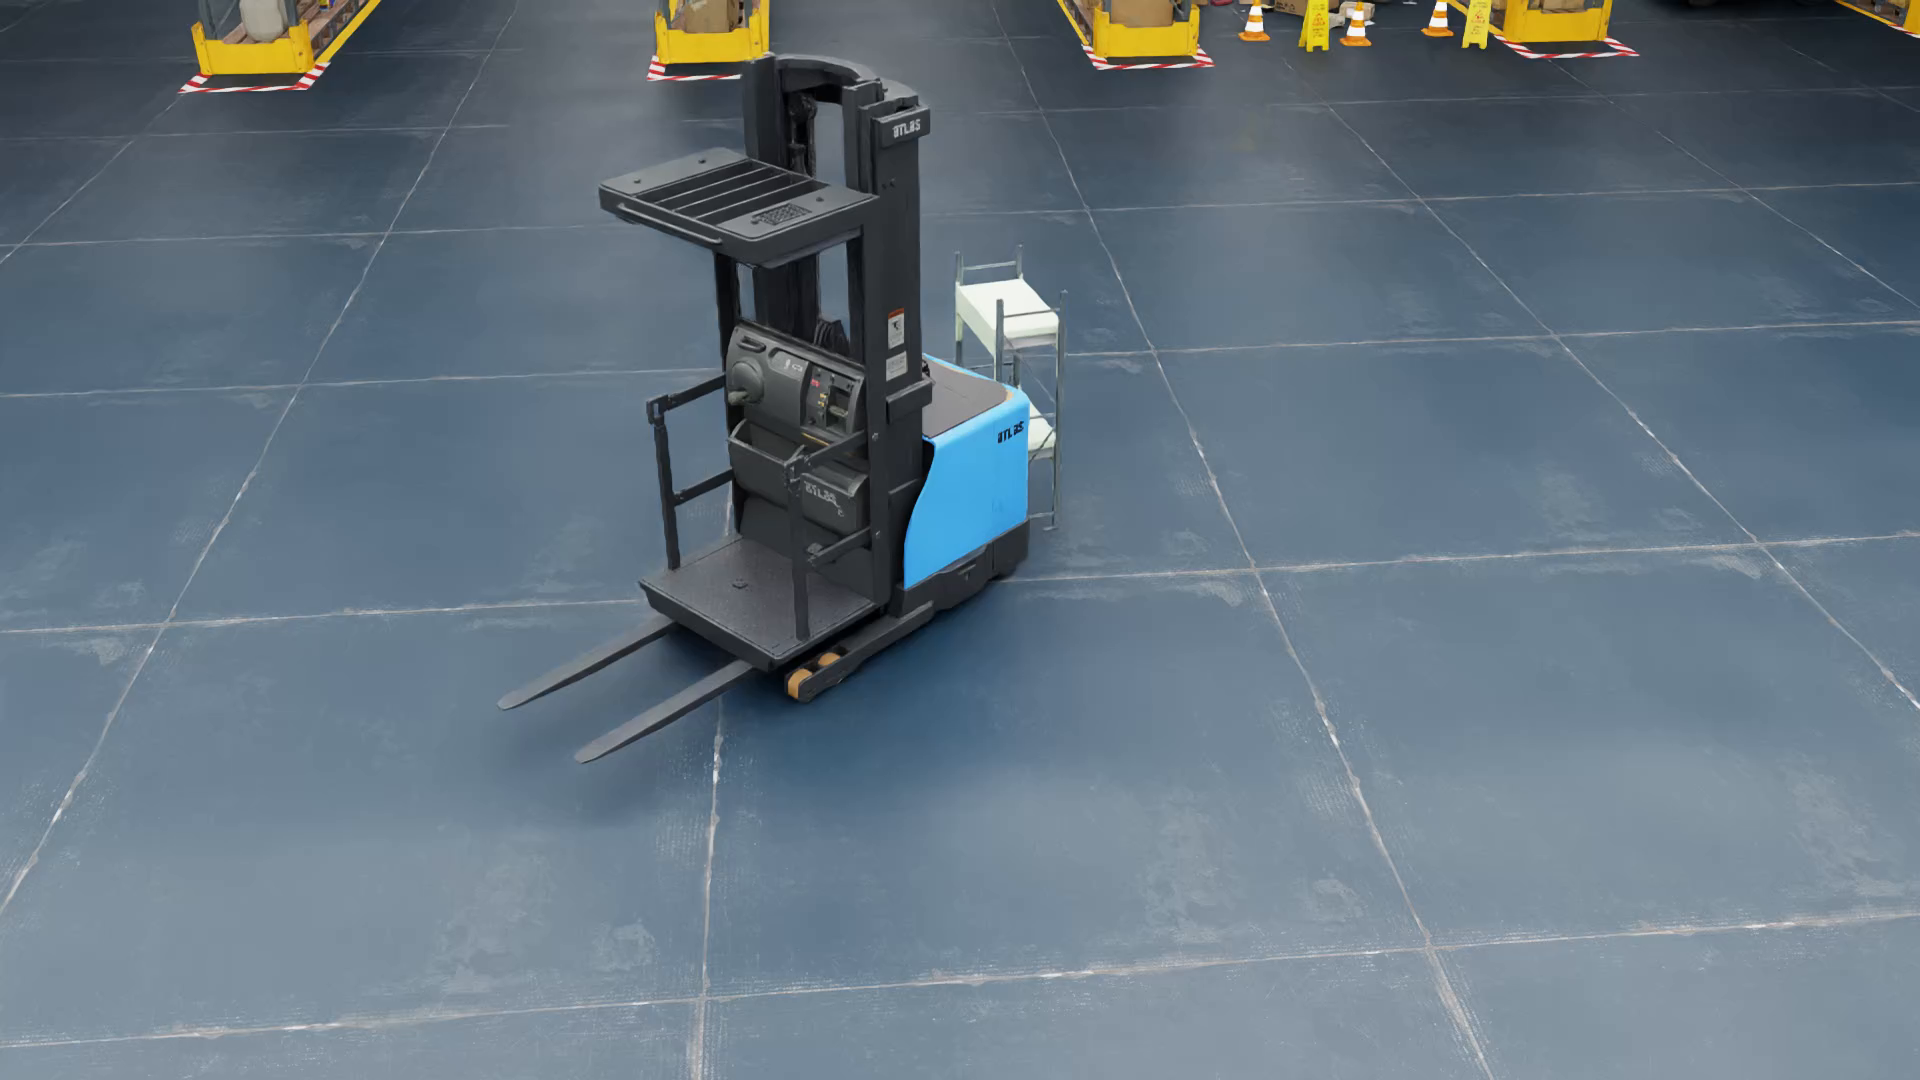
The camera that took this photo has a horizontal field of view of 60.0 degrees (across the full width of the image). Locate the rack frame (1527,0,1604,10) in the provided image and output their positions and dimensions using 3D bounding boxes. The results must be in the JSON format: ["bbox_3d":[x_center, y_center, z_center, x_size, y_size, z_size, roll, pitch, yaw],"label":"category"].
[{"bbox_3d":[7.043,-7.202,18.882,1.000,3.000,0.127,-3,31,-5],"label":"rack frame"}]

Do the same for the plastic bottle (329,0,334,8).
[{"bbox_3d":[-7.617,-6.569,20.043,0.061,0.283,0.133,-2,31,-4],"label":"plastic bottle"}]

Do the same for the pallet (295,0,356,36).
[{"bbox_3d":[-7.990,-6.365,20.201,1.003,0.211,1.213,-3,31,-5],"label":"pallet"}]

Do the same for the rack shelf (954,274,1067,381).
[{"bbox_3d":[0.280,-1.201,9.537,0.431,0.370,0.720,-9,32,-15],"label":"rack shelf"}]

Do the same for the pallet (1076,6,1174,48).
[{"bbox_3d":[1.972,-6.120,19.791,1.003,0.211,1.213,-3,31,-5],"label":"pallet"}]

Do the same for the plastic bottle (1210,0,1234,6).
[{"bbox_3d":[3.336,-6.843,21.146,0.283,0.061,0.133,-14,33,-22],"label":"plastic bottle"}]

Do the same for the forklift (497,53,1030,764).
[{"bbox_3d":[-0.968,-0.735,8.123,1.130,2.935,3.031,25,39,35],"label":"forklift"}]

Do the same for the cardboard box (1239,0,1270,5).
[{"bbox_3d":[3.745,-6.992,21.197,0.396,0.266,0.258,2,31,4],"label":"cardboard box"}]

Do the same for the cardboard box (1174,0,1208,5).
[{"bbox_3d":[2.917,-7.140,21.213,0.500,0.500,0.500,2,31,4],"label":"cardboard box"}]

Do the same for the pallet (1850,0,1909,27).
[{"bbox_3d":[11.872,-6.633,20.648,1.003,0.211,1.213,-3,31,-5],"label":"pallet"}]

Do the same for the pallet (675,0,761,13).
[{"bbox_3d":[-2.982,-6.606,20.604,1.003,0.211,1.213,-3,31,-5],"label":"pallet"}]

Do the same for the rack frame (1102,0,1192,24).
[{"bbox_3d":[2.124,-6.913,18.398,1.000,3.000,0.127,-3,31,-5],"label":"rack frame"}]

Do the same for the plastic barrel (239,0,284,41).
[{"bbox_3d":[-7.892,-5.934,18.776,0.421,0.512,0.421,0,31,0],"label":"plastic barrel"}]

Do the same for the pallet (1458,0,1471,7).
[{"bbox_3d":[6.885,-7.081,21.399,1.003,0.211,1.213,-3,31,-5],"label":"pallet"}]

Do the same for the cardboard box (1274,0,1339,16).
[{"bbox_3d":[4.359,-6.905,20.820,0.637,0.503,0.797,27,40,37],"label":"cardboard box"}]

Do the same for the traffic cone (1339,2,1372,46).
[{"bbox_3d":[4.645,-6.043,19.417,0.336,0.463,0.334,-3,31,-5],"label":"traffic cone"}]

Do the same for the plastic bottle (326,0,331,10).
[{"bbox_3d":[-7.624,-6.471,19.957,0.097,0.201,0.097,0,31,0],"label":"plastic bottle"}]

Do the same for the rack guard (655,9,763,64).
[{"bbox_3d":[-2.831,-5.692,18.793,1.175,0.500,0.348,-3,31,-5],"label":"rack guard"}]

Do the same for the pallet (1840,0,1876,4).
[{"bbox_3d":[11.761,-7.254,21.689,1.003,0.211,1.213,-3,31,-5],"label":"pallet"}]

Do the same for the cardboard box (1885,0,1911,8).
[{"bbox_3d":[11.626,-6.666,20.257,0.500,0.250,0.500,-3,31,-4],"label":"cardboard box"}]

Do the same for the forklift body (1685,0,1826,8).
[{"bbox_3d":[9.991,-7.958,20.975,2.313,2.155,1.214,-3,31,-5],"label":"forklift body"}]

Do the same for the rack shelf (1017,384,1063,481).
[{"bbox_3d":[0.280,-0.586,9.904,0.431,0.370,0.720,-9,32,-15],"label":"rack shelf"}]

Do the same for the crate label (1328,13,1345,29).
[{"bbox_3d":[4.510,-6.302,20.167,0.250,0.136,0.298,-20,36,-30],"label":"crate label"}]

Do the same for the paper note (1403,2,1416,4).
[{"bbox_3d":[5.735,-6.848,21.185,0.142,0.019,0.148,-14,33,-22],"label":"paper note"}]

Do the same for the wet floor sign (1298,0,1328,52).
[{"bbox_3d":[4.098,-5.982,19.136,0.267,0.644,0.232,-8,32,-13],"label":"wet floor sign"}]

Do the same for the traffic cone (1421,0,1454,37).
[{"bbox_3d":[5.719,-6.270,19.796,0.336,0.463,0.334,-3,31,-5],"label":"traffic cone"}]

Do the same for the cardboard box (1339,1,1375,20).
[{"bbox_3d":[4.910,-6.550,20.570,0.380,0.149,0.250,13,33,21],"label":"cardboard box"}]

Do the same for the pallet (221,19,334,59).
[{"bbox_3d":[-7.879,-5.744,19.161,1.003,0.211,1.213,-3,31,-5],"label":"pallet"}]

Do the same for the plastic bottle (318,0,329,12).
[{"bbox_3d":[-7.614,-6.448,19.851,0.097,0.271,0.097,0,31,0],"label":"plastic bottle"}]

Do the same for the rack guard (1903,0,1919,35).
[{"bbox_3d":[11.987,-6.356,19.903,1.175,0.500,0.348,-3,31,-5],"label":"rack guard"}]

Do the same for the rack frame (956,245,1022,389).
[{"bbox_3d":[0.169,-1.045,10.037,0.400,1.500,0.023,-9,32,-15],"label":"rack frame"}]

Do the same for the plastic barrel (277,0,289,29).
[{"bbox_3d":[-7.939,-6.190,19.205,0.421,0.512,0.421,0,31,0],"label":"plastic barrel"}]

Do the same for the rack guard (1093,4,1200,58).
[{"bbox_3d":[2.127,-5.827,19.019,1.175,0.500,0.348,-3,31,-5],"label":"rack guard"}]

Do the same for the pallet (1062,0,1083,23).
[{"bbox_3d":[1.861,-6.742,20.831,1.003,0.211,1.213,-3,31,-5],"label":"pallet"}]

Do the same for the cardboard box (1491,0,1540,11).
[{"bbox_3d":[6.698,-6.614,20.169,0.500,0.250,0.500,-3,31,-5],"label":"cardboard box"}]

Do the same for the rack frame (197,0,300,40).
[{"bbox_3d":[-7.755,-6.490,17.690,1.000,3.000,0.127,-3,31,-5],"label":"rack frame"}]

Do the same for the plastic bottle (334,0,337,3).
[{"bbox_3d":[-7.655,-6.674,20.230,0.097,0.271,0.097,0,31,0],"label":"plastic bottle"}]

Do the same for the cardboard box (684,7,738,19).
[{"bbox_3d":[-2.955,-6.457,19.663,0.500,0.500,0.500,5,31,8],"label":"cardboard box"}]

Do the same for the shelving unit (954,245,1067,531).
[{"bbox_3d":[0.280,-0.866,9.737,0.431,1.500,0.755,-9,32,-15],"label":"shelving unit"}]

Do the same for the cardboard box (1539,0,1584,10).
[{"bbox_3d":[7.243,-6.627,20.191,0.500,0.250,0.500,-3,31,-5],"label":"cardboard box"}]

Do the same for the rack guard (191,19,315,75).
[{"bbox_3d":[-7.809,-5.453,18.392,1.175,0.500,0.348,-3,31,-5],"label":"rack guard"}]

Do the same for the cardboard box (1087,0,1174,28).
[{"bbox_3d":[1.995,-6.524,19.410,0.875,0.875,0.875,-3,31,-4],"label":"cardboard box"}]

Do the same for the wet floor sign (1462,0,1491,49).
[{"bbox_3d":[5.996,-6.043,19.237,0.267,0.644,0.232,8,32,13],"label":"wet floor sign"}]

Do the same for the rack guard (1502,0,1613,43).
[{"bbox_3d":[7.036,-6.167,19.588,1.175,0.500,0.348,-3,31,-5],"label":"rack guard"}]

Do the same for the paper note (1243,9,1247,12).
[{"bbox_3d":[3.565,-6.647,20.868,0.032,0.001,0.123,13,33,21],"label":"paper note"}]

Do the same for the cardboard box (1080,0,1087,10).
[{"bbox_3d":[1.911,-6.973,20.162,0.875,0.875,0.875,-3,31,-5],"label":"cardboard box"}]

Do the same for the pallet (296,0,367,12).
[{"bbox_3d":[-8.107,-6.990,21.246,1.003,0.211,1.213,-3,31,-5],"label":"pallet"}]

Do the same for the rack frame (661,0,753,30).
[{"bbox_3d":[-2.823,-6.727,18.087,1.000,3.000,0.127,-3,31,-5],"label":"rack frame"}]

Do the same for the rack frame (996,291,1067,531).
[{"bbox_3d":[0.391,-0.687,9.438,0.400,1.500,0.023,-9,32,-15],"label":"rack frame"}]

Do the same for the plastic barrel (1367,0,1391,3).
[{"bbox_3d":[5.343,-7.078,21.186,0.512,0.421,0.421,20,36,29],"label":"plastic barrel"}]

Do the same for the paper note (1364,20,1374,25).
[{"bbox_3d":[4.973,-6.314,20.291,0.148,0.019,0.142,-14,33,-22],"label":"paper note"}]

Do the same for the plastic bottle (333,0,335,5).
[{"bbox_3d":[-7.646,-6.623,20.144,0.097,0.271,0.097,0,31,0],"label":"plastic bottle"}]

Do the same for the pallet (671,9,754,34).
[{"bbox_3d":[-2.871,-5.985,19.564,1.003,0.211,1.213,-3,31,-5],"label":"pallet"}]

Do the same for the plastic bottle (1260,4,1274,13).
[{"bbox_3d":[3.806,-6.677,20.869,0.133,0.061,0.283,-14,33,-22],"label":"plastic bottle"}]

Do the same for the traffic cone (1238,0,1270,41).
[{"bbox_3d":[3.489,-6.163,19.617,0.336,0.463,0.334,-3,31,-5],"label":"traffic cone"}]

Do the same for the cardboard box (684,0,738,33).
[{"bbox_3d":[-2.865,-6.154,19.155,0.500,0.500,0.500,3,31,5],"label":"cardboard box"}]

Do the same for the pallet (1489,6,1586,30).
[{"bbox_3d":[6.995,-6.460,20.359,1.003,0.211,1.213,-3,31,-5],"label":"pallet"}]
